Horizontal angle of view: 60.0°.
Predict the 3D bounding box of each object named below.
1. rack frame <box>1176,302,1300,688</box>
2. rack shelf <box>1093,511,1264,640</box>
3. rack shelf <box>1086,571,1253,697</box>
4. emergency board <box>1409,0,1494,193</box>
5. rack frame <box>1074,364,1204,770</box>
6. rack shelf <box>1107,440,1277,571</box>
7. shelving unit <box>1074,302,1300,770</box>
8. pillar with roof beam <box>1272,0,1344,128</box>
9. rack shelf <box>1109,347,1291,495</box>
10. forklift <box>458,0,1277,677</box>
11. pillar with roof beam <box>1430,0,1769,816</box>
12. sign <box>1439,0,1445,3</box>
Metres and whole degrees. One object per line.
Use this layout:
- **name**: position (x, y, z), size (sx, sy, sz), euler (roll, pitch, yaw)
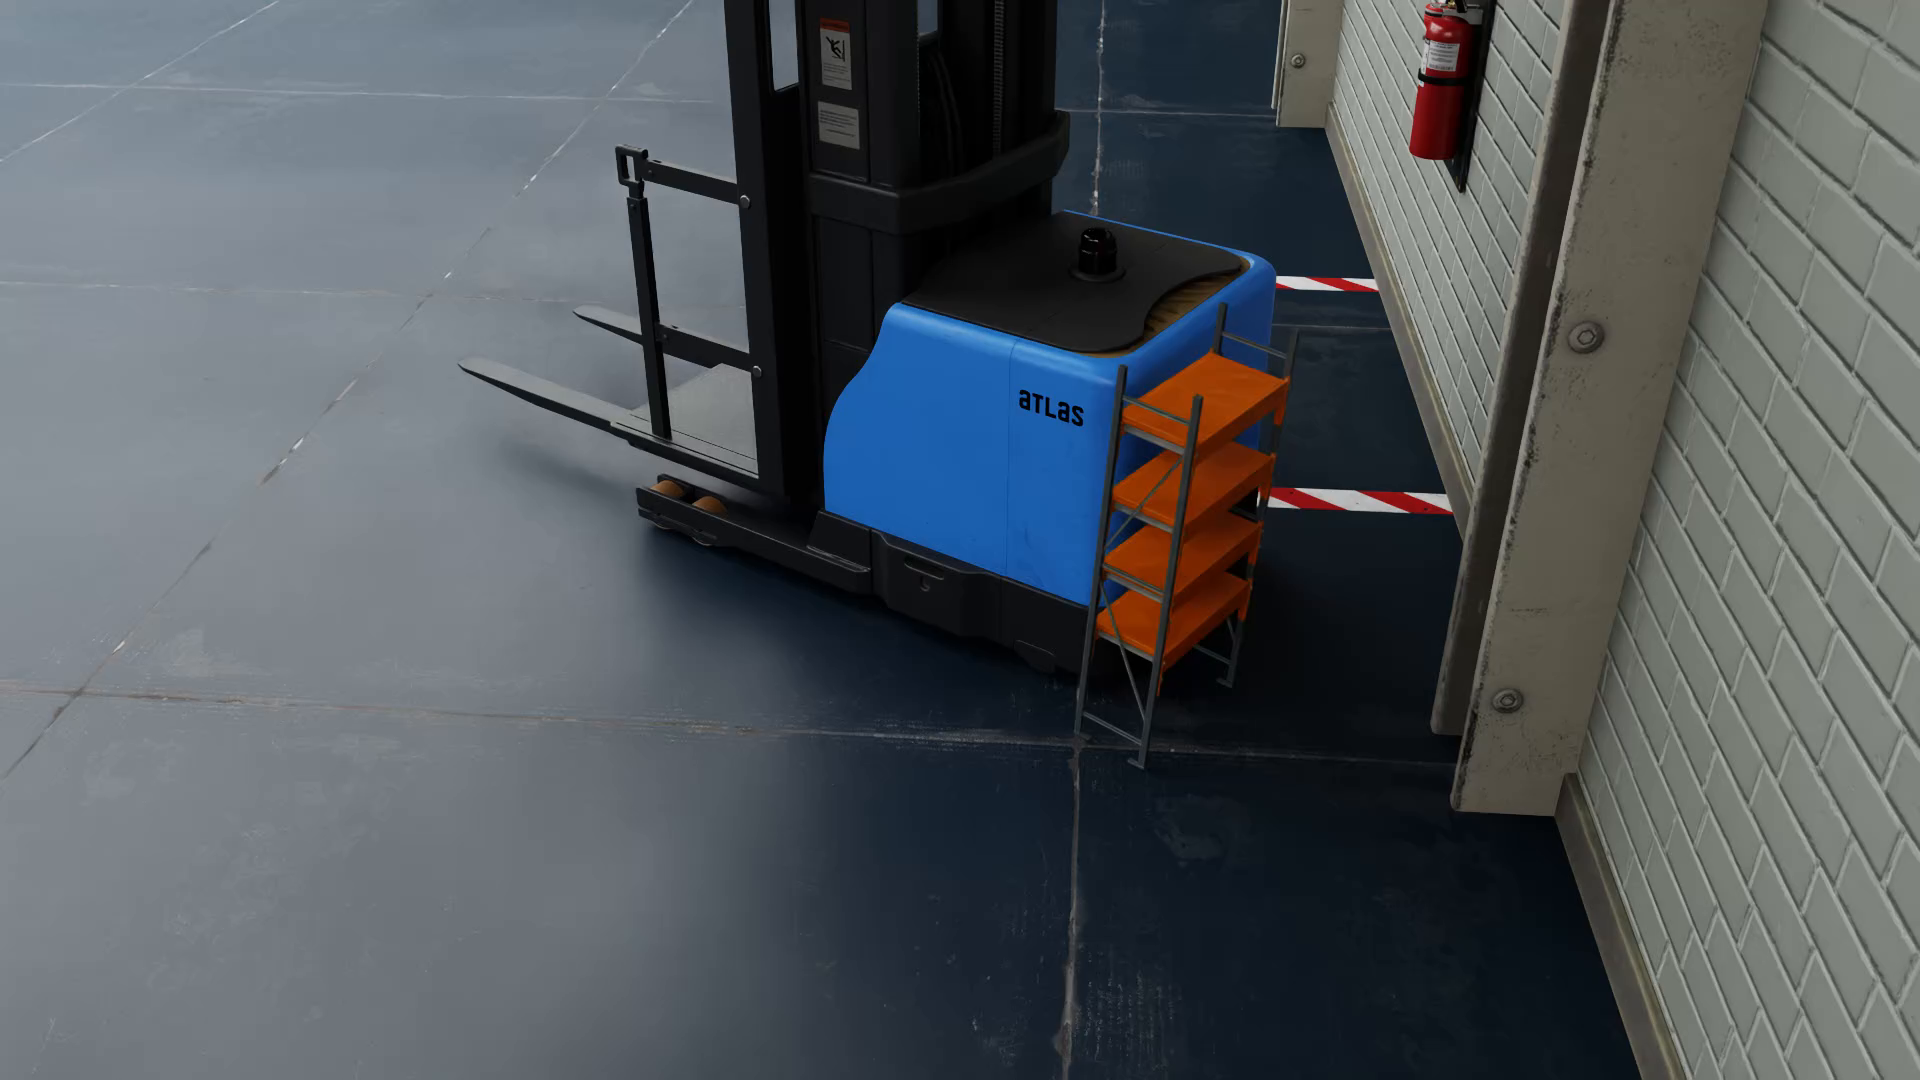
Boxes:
- **rack frame**: position (0.761, -0.096, 4.746), size (0.240, 1.200, 0.015), euler (26, 40, 29)
- **rack shelf**: position (0.607, 0.060, 4.621), size (0.258, 0.148, 0.480), euler (26, 40, 29)
- **rack shelf**: position (0.596, 0.224, 4.732), size (0.258, 0.148, 0.480), euler (26, 40, 29)
- **emergency board**: position (1.758, -1.925, 6.014), size (0.194, 1.169, 0.643), euler (2, 32, 4)
- **rack frame**: position (0.460, 0.105, 4.420), size (0.240, 1.200, 0.015), euler (26, 40, 29)
- **rack shelf**: position (0.619, -0.125, 4.496), size (0.258, 0.148, 0.480), euler (26, 40, 29)
- **shelving unit**: position (0.611, 0.004, 4.583), size (0.258, 1.200, 0.503), euler (26, 40, 29)
- **pillar with roof beam**: position (-2.284, -6.509, 7.735), size (9.100, 9.000, 0.400), euler (2, 32, 4)
- **rack shelf**: position (0.632, -0.320, 4.363), size (0.258, 0.148, 0.480), euler (26, 40, 29)
- **forklift**: position (-0.512, -1.434, 5.283), size (3.031, 2.935, 1.130), euler (20, 37, 29)
- **pillar with roof beam**: position (-2.772, -3.372, 2.644), size (9.100, 9.000, 0.400), euler (2, 32, 4)
- **sign**: position (1.905, -2.225, 6.467), size (0.001, 0.329, 0.234), euler (2, 32, 4)
